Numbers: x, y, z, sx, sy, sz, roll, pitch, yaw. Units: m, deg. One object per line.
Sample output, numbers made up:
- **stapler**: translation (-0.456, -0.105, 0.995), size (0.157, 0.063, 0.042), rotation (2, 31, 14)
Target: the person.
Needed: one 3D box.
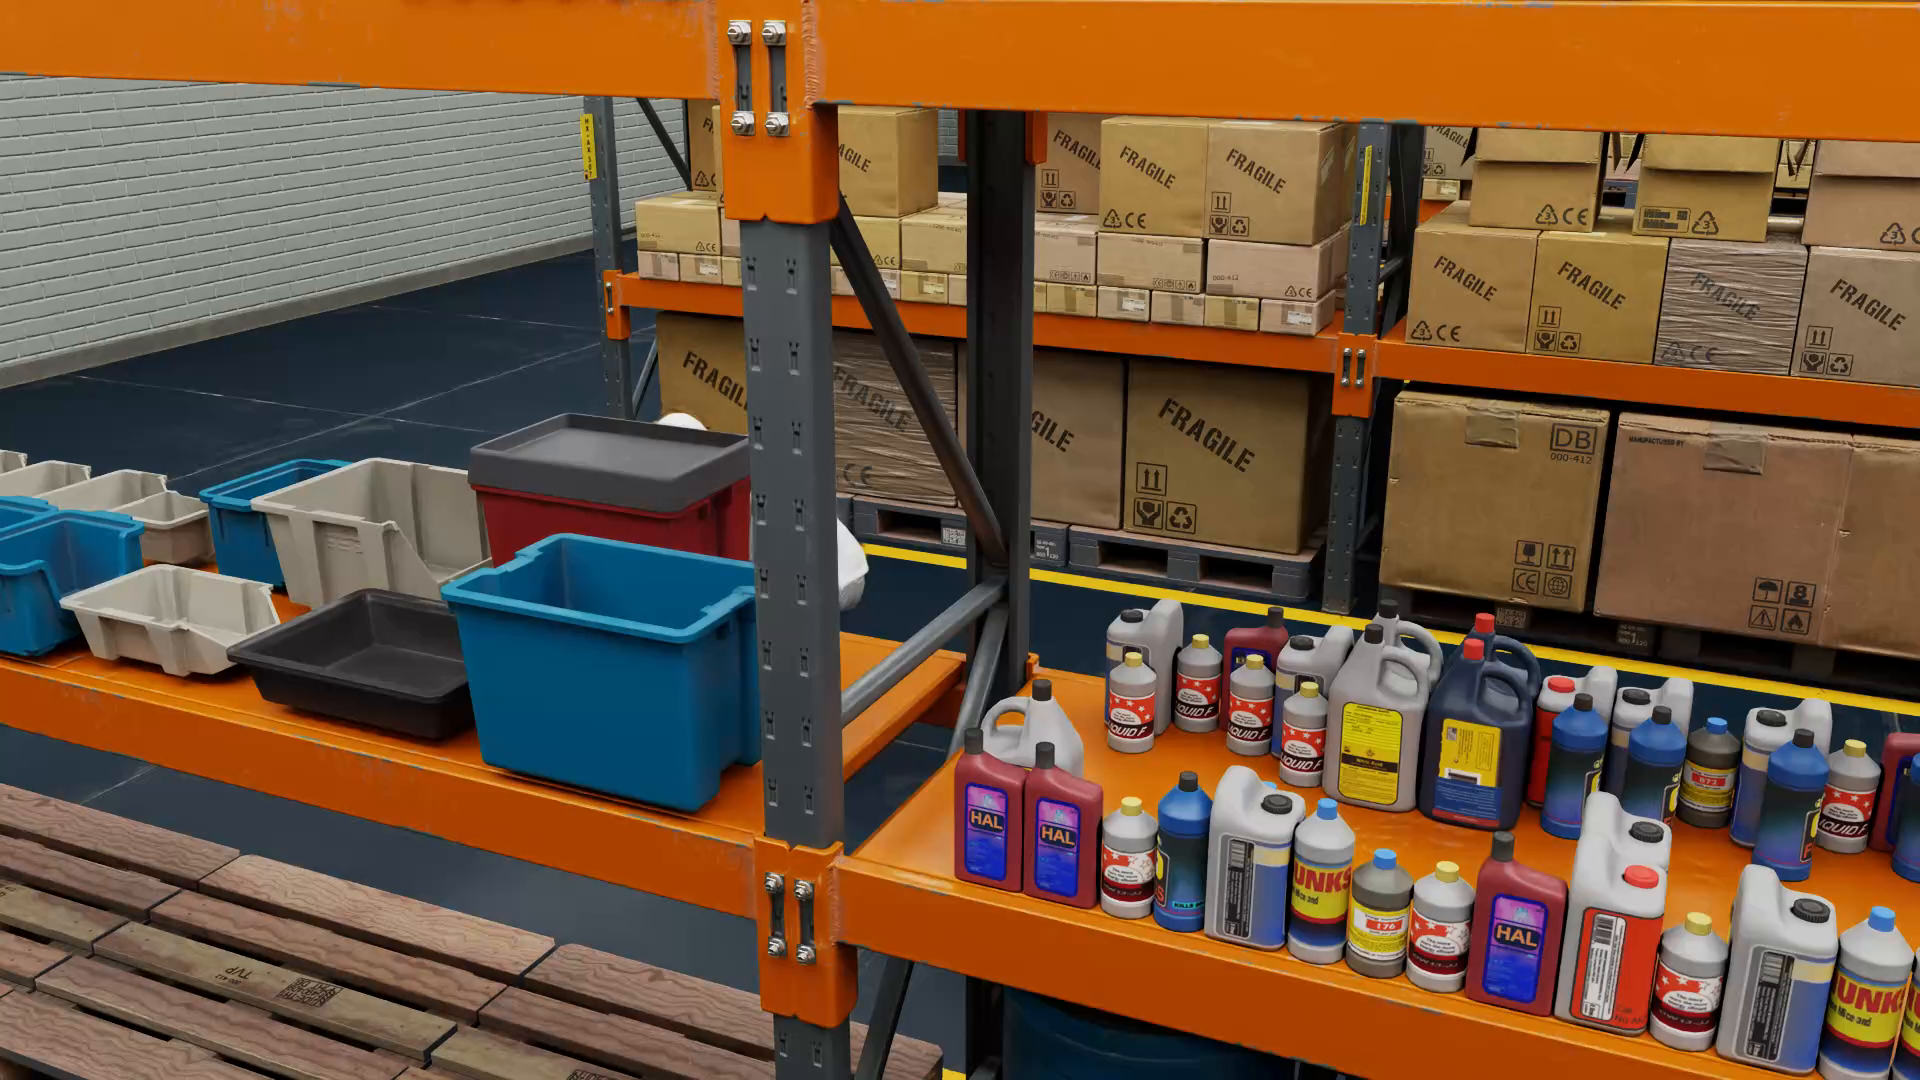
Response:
- **person**: translation (-0.782, 0.171, 6.298), size (0.829, 1.276, 0.583), rotation (8, 21, 23)
